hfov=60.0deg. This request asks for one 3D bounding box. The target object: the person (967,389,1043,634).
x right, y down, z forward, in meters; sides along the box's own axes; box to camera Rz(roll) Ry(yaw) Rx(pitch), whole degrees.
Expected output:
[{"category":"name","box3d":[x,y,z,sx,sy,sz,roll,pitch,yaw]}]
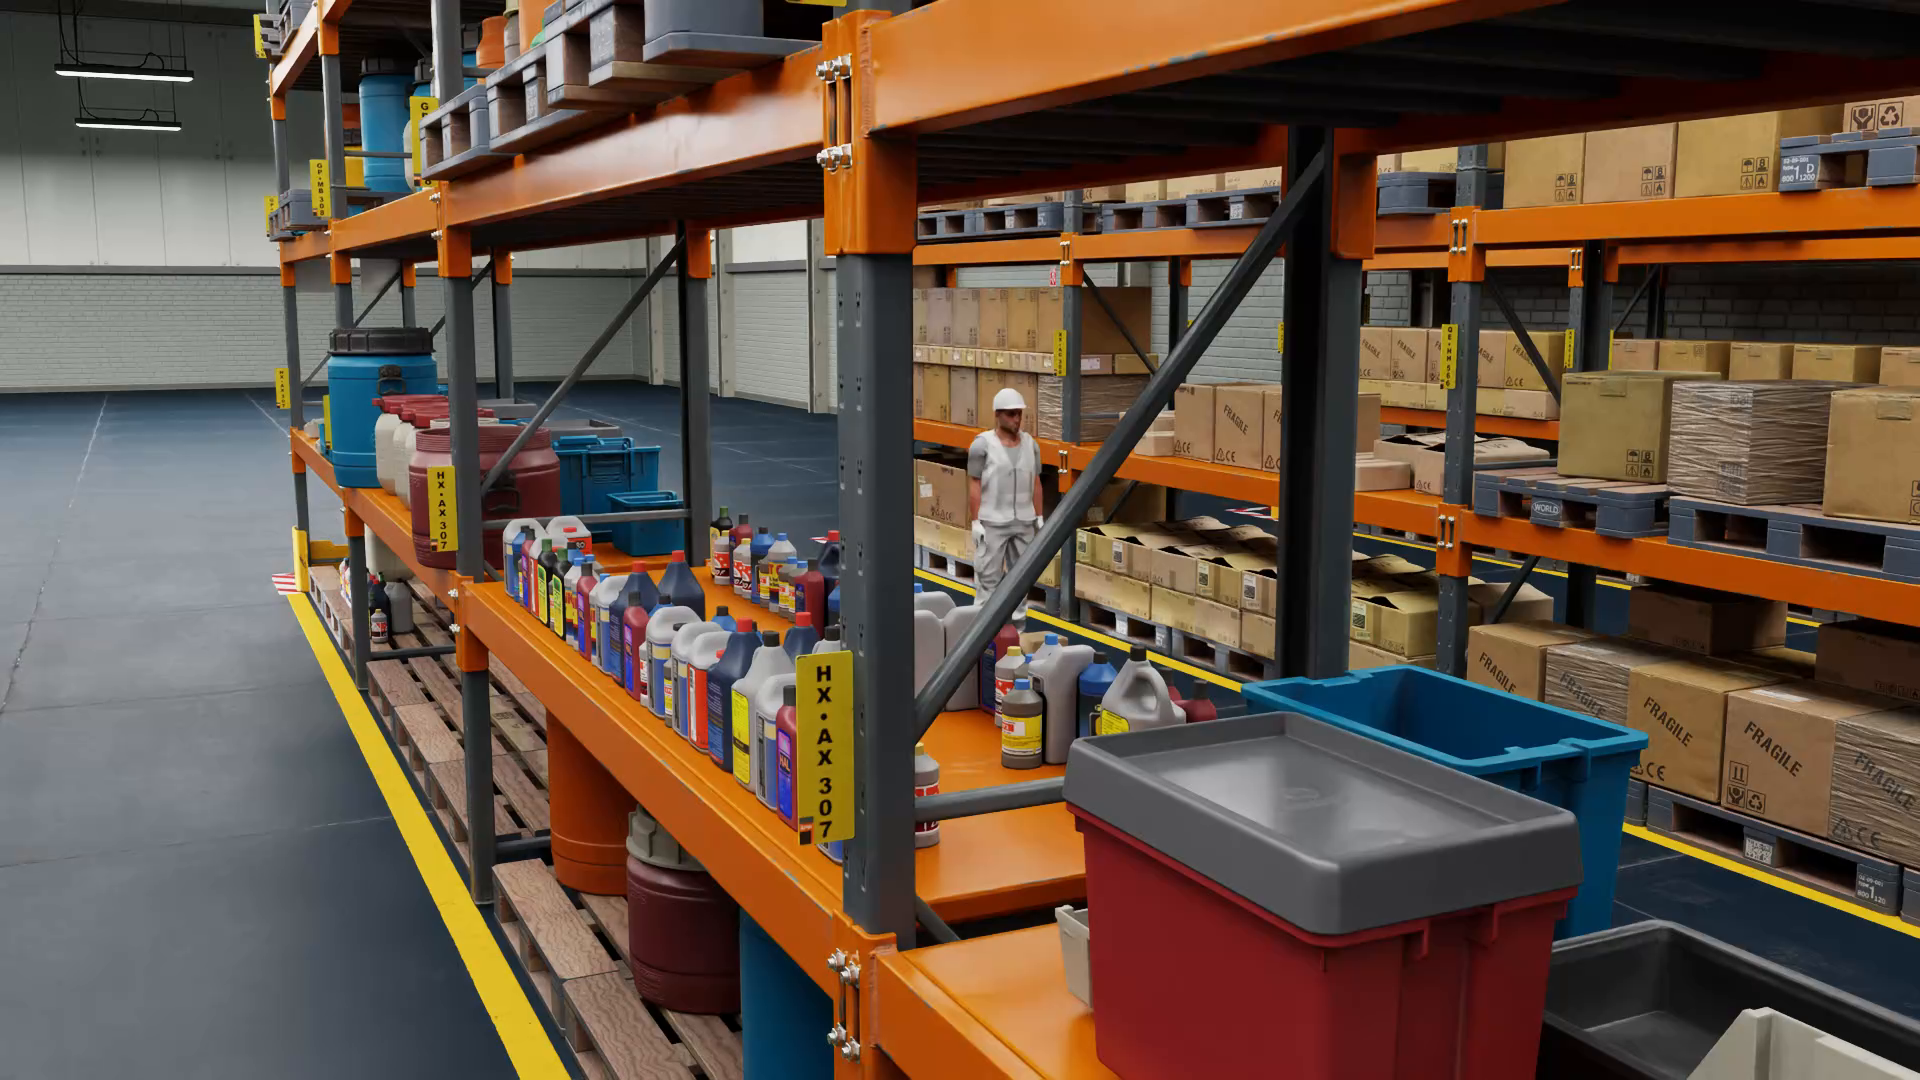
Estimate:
[{"category":"person","box3d":[0.313,-0.092,10.877,0.525,1.788,0.340,-4,9,-25]}]
